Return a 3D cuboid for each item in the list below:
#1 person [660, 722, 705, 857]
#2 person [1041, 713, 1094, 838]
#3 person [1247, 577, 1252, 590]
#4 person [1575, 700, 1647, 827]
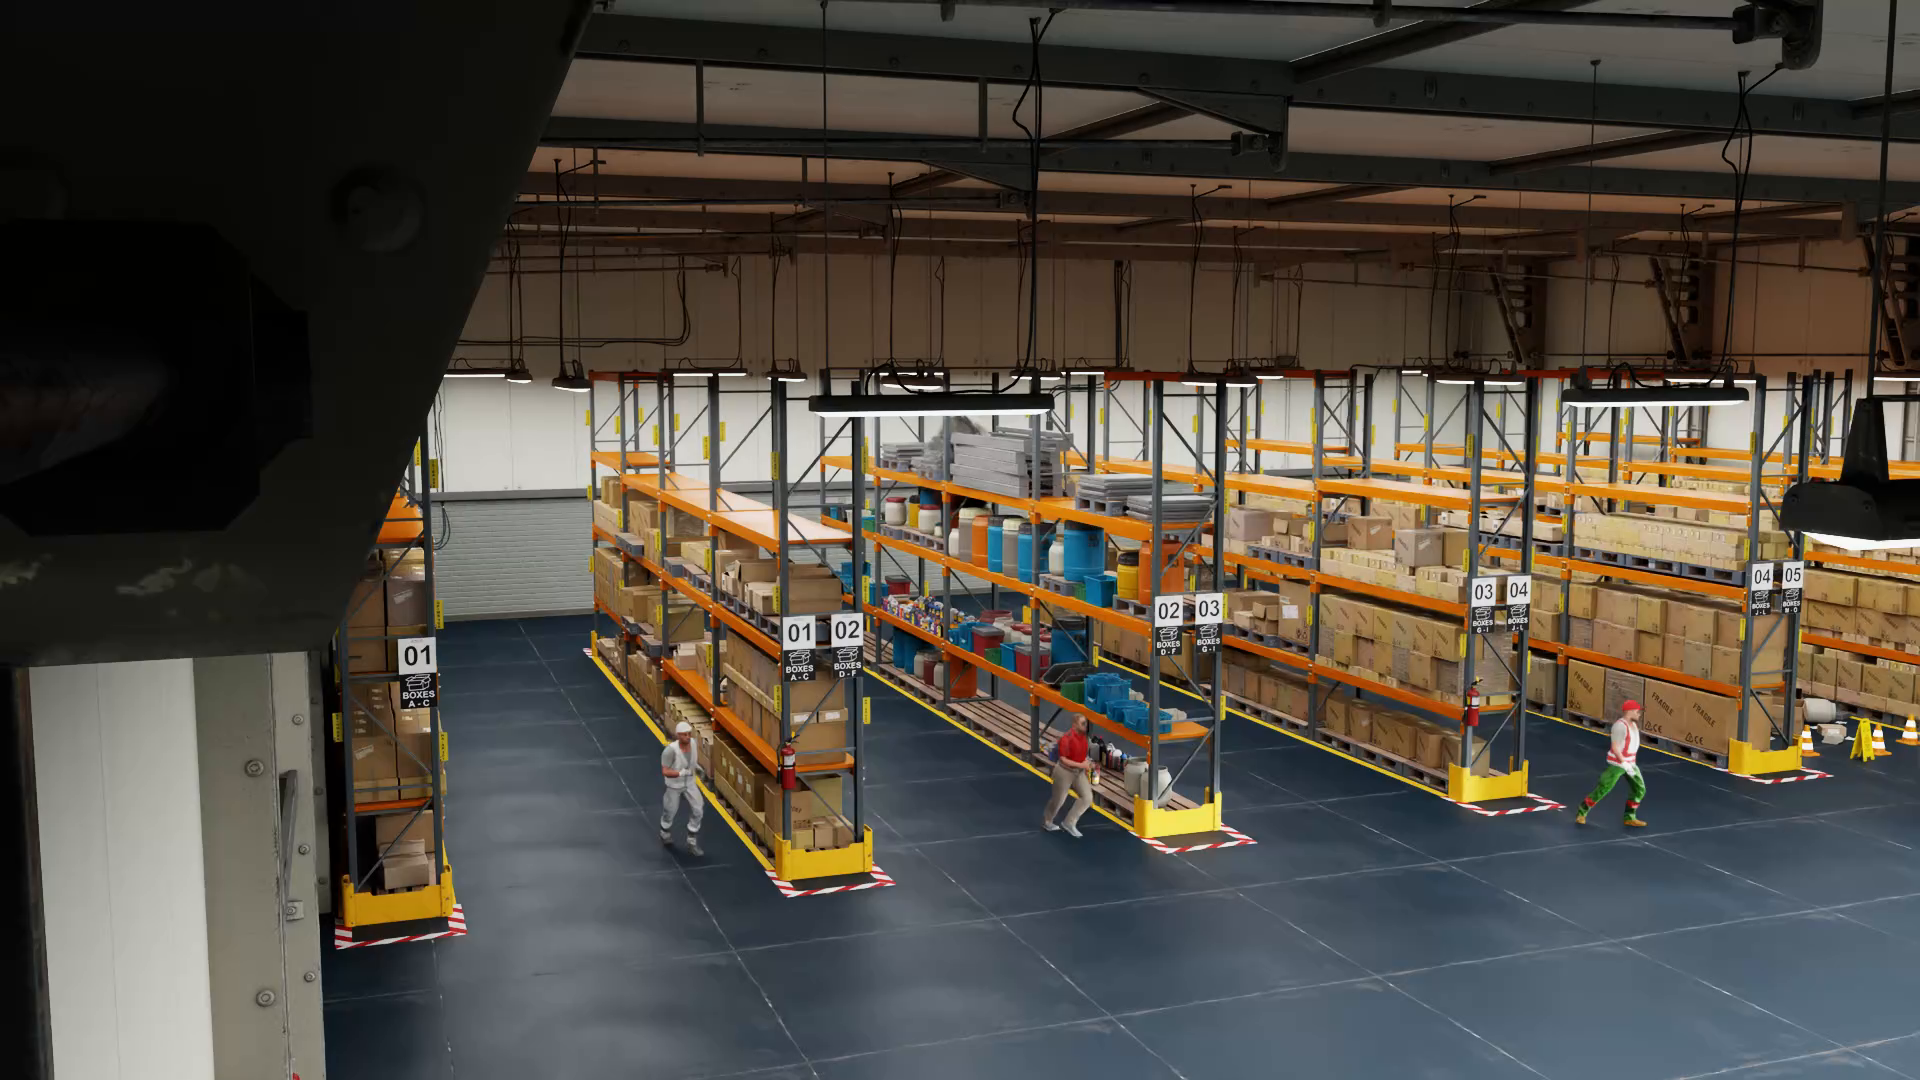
[{"bbox_3d":[-3.514,3.124,21.071,0.690,1.747,0.989,-4,8,-34],"label":"person"},{"bbox_3d":[1.400,3.083,21.836,0.801,1.713,0.635,6,9,44],"label":"person"},{"bbox_3d":[7.207,0.861,41.417,0.835,1.730,0.755,1,6,8],"label":"person"},{"bbox_3d":[8.739,2.996,22.267,0.852,1.727,0.745,-5,8,-37],"label":"person"}]
